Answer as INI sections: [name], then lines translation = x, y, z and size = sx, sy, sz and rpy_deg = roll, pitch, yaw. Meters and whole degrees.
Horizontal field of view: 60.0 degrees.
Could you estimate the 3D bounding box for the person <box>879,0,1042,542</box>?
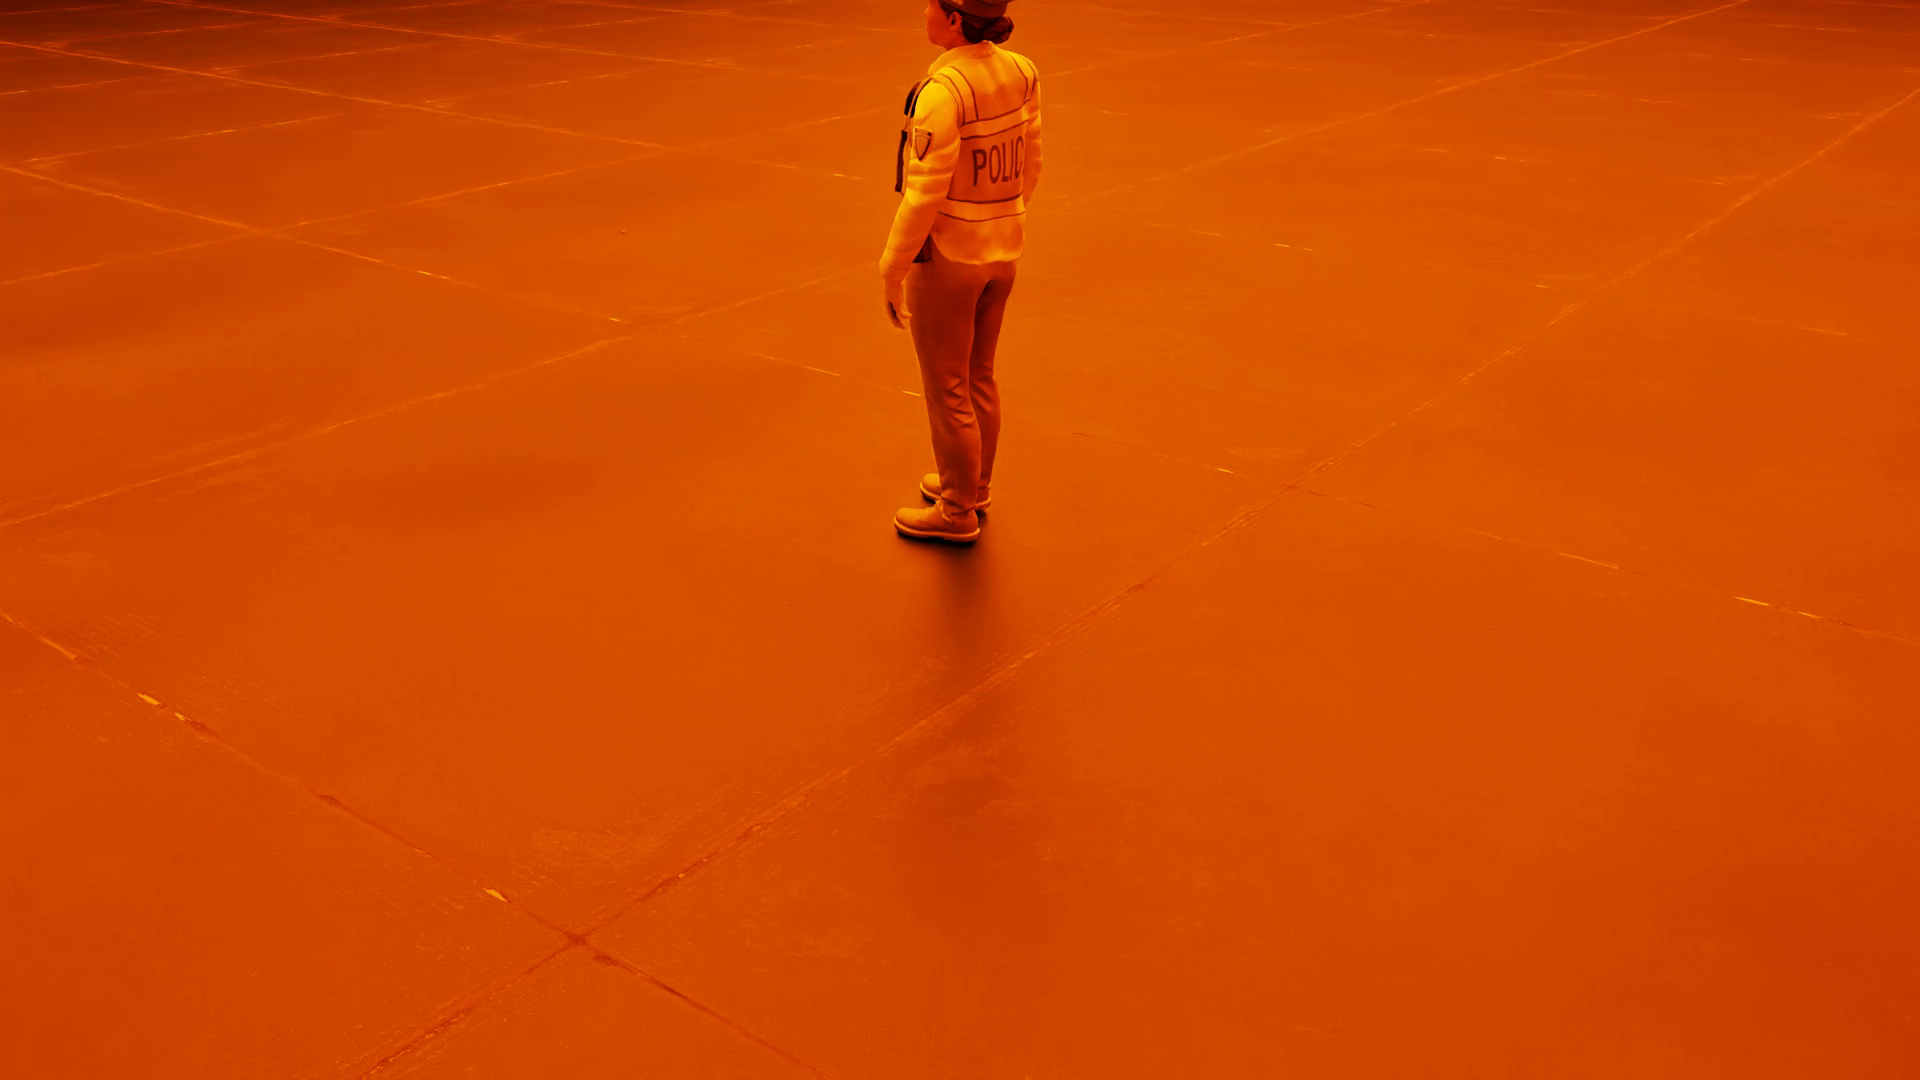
[person]
translation = -0.051, -0.803, 4.717
size = 0.531, 1.695, 0.587
rpy_deg = 17, 29, 34
